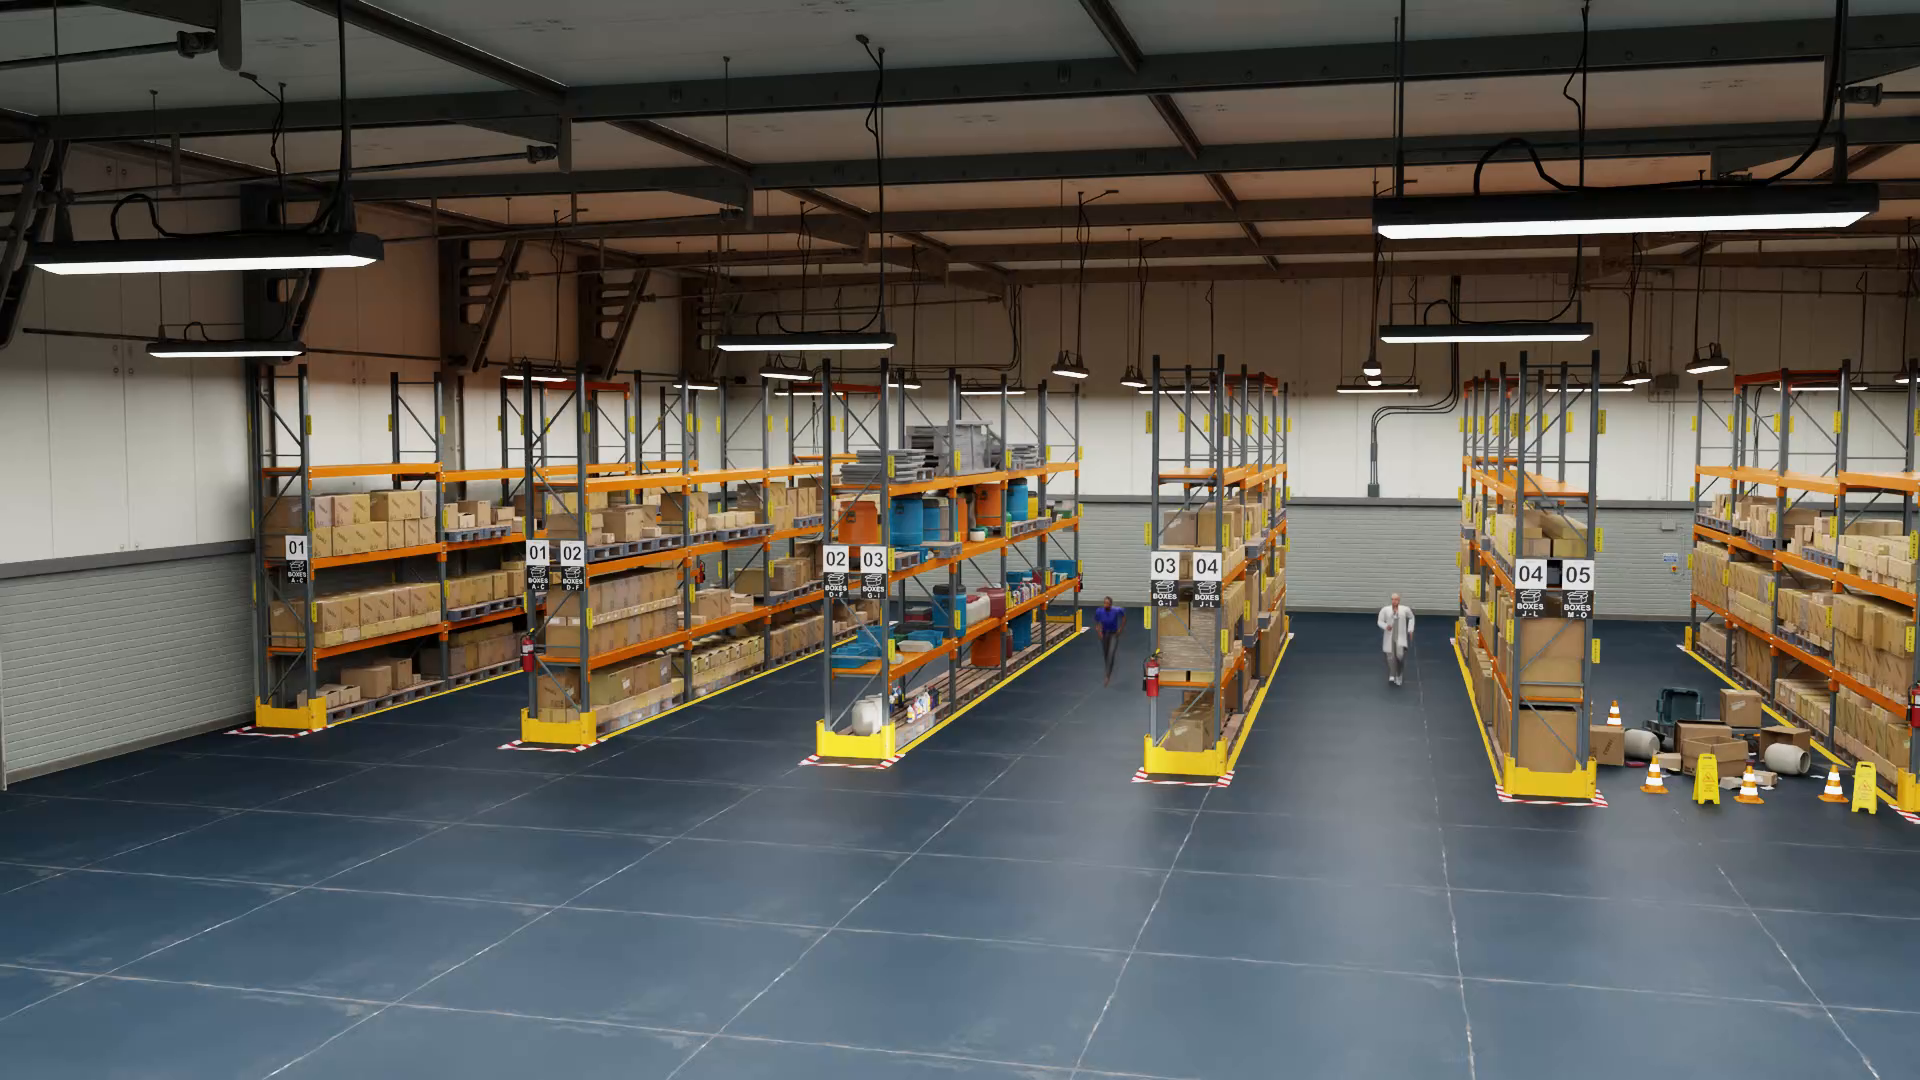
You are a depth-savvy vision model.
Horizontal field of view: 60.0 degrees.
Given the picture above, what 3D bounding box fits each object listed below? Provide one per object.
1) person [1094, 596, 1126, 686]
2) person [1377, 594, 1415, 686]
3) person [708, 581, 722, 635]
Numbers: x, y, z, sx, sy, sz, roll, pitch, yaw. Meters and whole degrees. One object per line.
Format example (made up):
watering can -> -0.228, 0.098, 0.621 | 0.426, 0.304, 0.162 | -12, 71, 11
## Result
person -> 2.777, 1.824, 30.818 | 0.602, 1.638, 0.895 | 0, 4, 6
person -> 8.384, 1.916, 31.999 | 0.690, 1.780, 0.845 | 1, 4, 16
person -> -5.393, 1.679, 36.886 | 0.566, 1.573, 0.733 | 0, 4, 4
